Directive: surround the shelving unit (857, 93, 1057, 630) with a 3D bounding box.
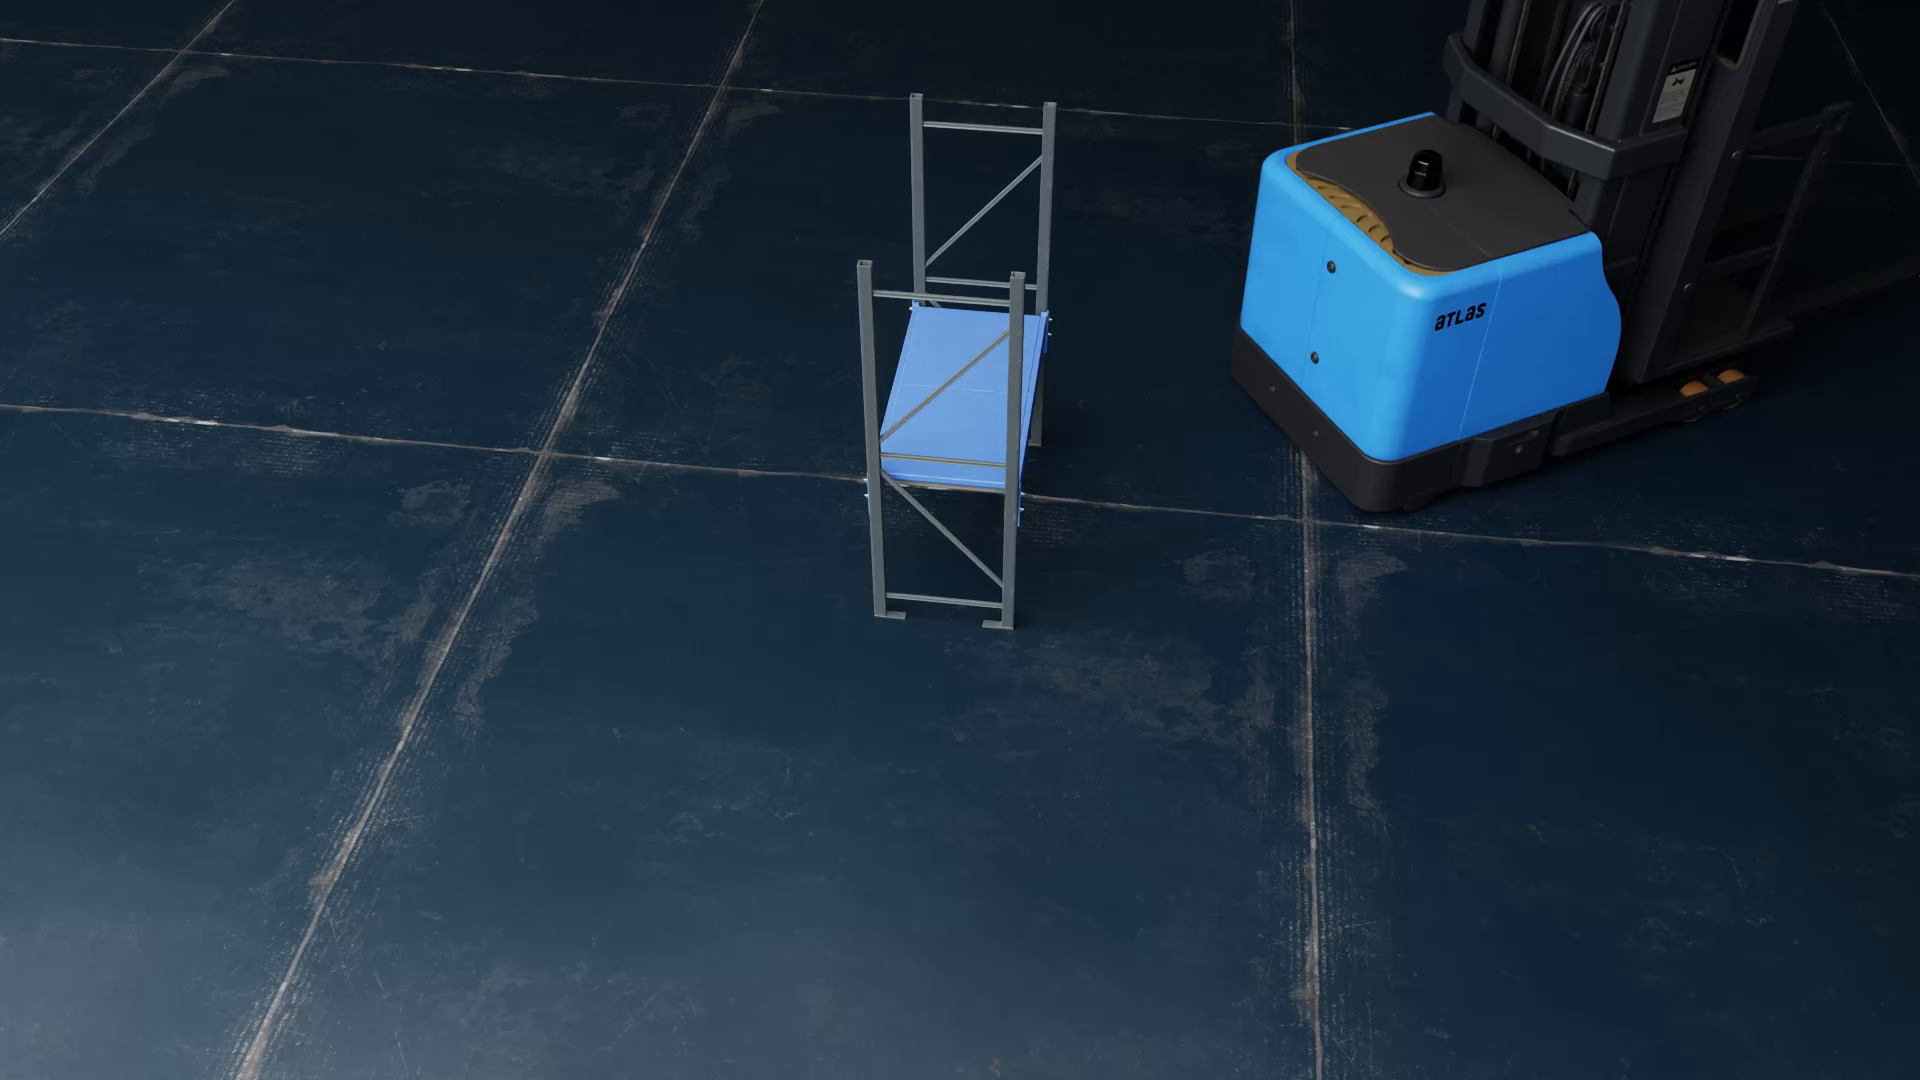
[{"bbox_3d":[0.011,-0.603,5.796,0.538,1.500,1.048,5,44,6],"label":"shelving unit"}]

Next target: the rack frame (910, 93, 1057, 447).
[{"bbox_3d":[0.078,-0.949,6.162,0.500,1.500,0.032,5,44,6],"label":"rack frame"}]

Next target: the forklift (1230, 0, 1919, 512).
[{"bbox_3d":[2.677,-1.856,6.079,3.031,2.935,1.130,-18,46,-18],"label":"forklift"}]

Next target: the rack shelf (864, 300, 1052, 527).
[{"bbox_3d":[0.011,-0.472,5.919,0.538,0.185,1.000,5,44,6],"label":"rack shelf"}]

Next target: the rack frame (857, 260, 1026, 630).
[{"bbox_3d":[-0.056,-0.256,5.430,0.500,1.500,0.032,5,44,6],"label":"rack frame"}]
